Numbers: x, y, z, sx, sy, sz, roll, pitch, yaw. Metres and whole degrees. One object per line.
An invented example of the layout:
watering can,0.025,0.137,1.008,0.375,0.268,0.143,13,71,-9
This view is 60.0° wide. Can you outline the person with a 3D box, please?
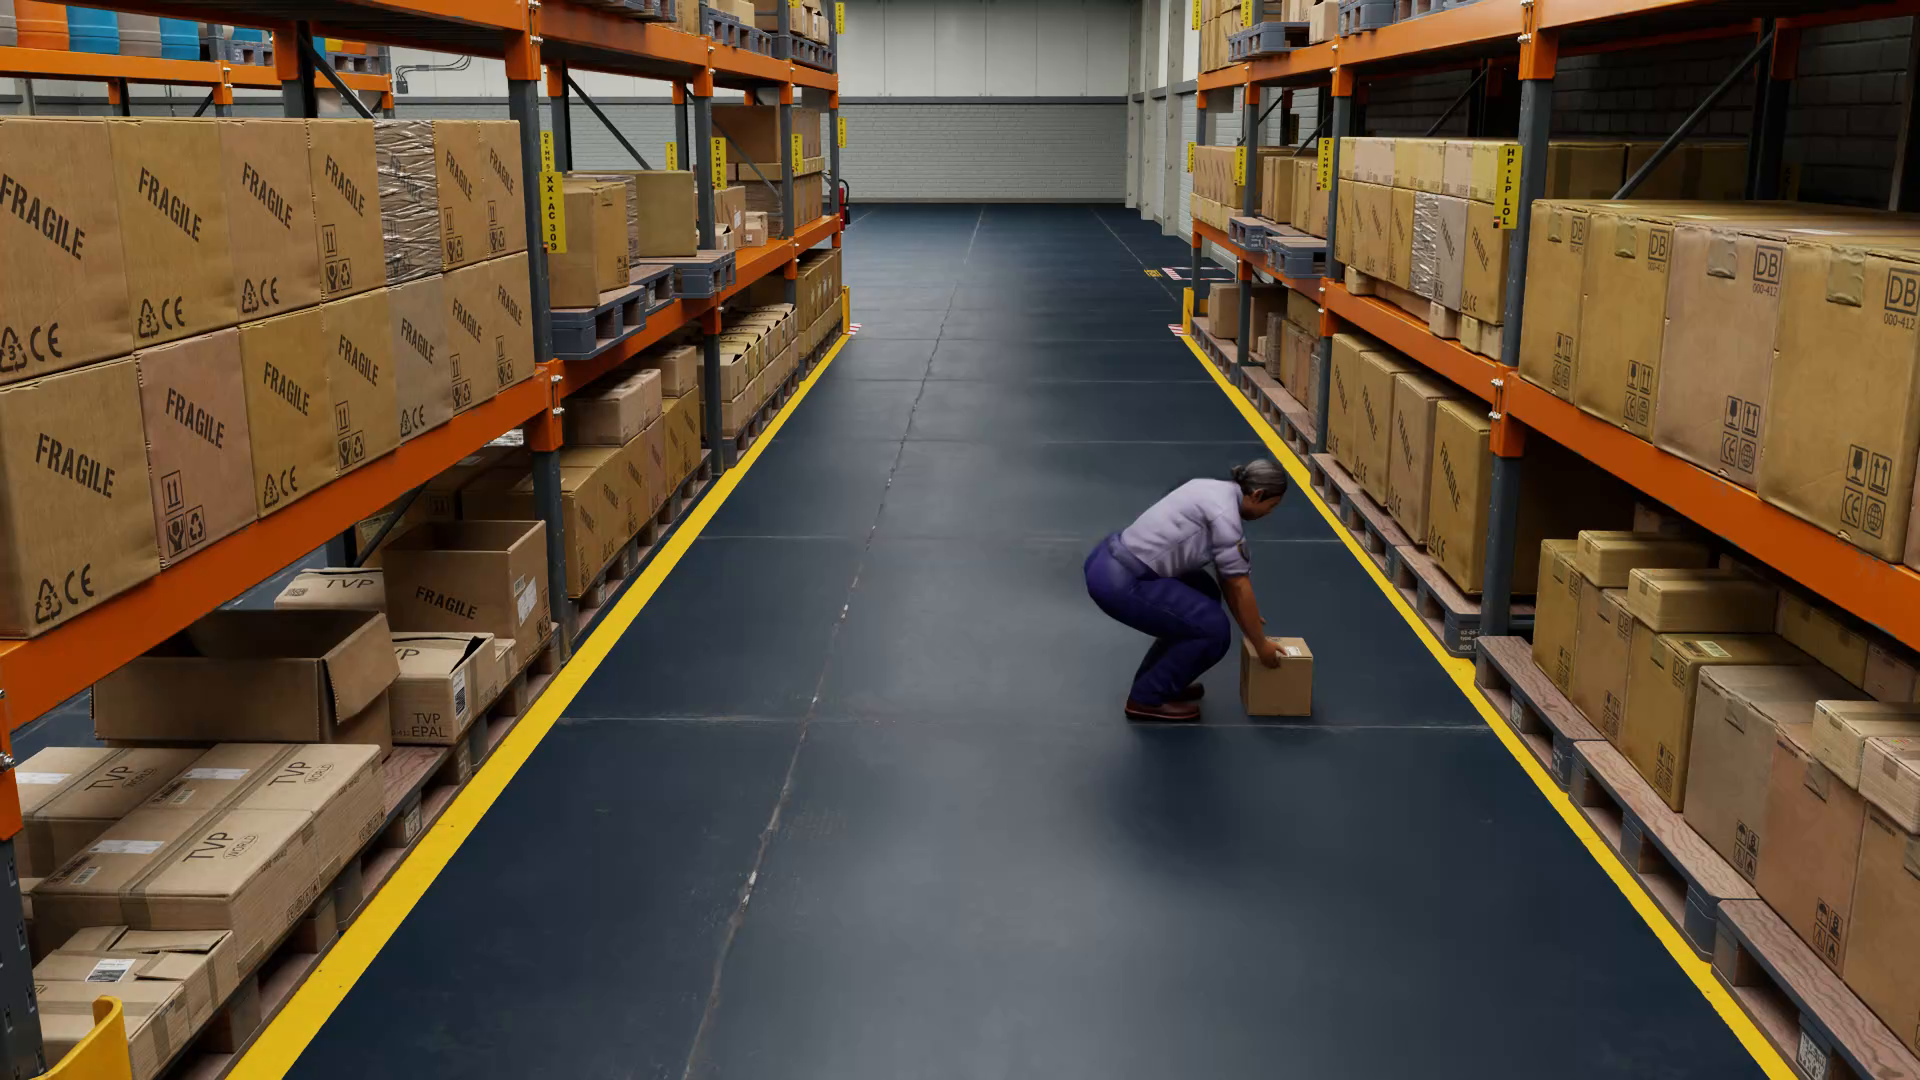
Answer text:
person,0.892,0.180,6.641,0.796,1.010,0.530,0,14,1
